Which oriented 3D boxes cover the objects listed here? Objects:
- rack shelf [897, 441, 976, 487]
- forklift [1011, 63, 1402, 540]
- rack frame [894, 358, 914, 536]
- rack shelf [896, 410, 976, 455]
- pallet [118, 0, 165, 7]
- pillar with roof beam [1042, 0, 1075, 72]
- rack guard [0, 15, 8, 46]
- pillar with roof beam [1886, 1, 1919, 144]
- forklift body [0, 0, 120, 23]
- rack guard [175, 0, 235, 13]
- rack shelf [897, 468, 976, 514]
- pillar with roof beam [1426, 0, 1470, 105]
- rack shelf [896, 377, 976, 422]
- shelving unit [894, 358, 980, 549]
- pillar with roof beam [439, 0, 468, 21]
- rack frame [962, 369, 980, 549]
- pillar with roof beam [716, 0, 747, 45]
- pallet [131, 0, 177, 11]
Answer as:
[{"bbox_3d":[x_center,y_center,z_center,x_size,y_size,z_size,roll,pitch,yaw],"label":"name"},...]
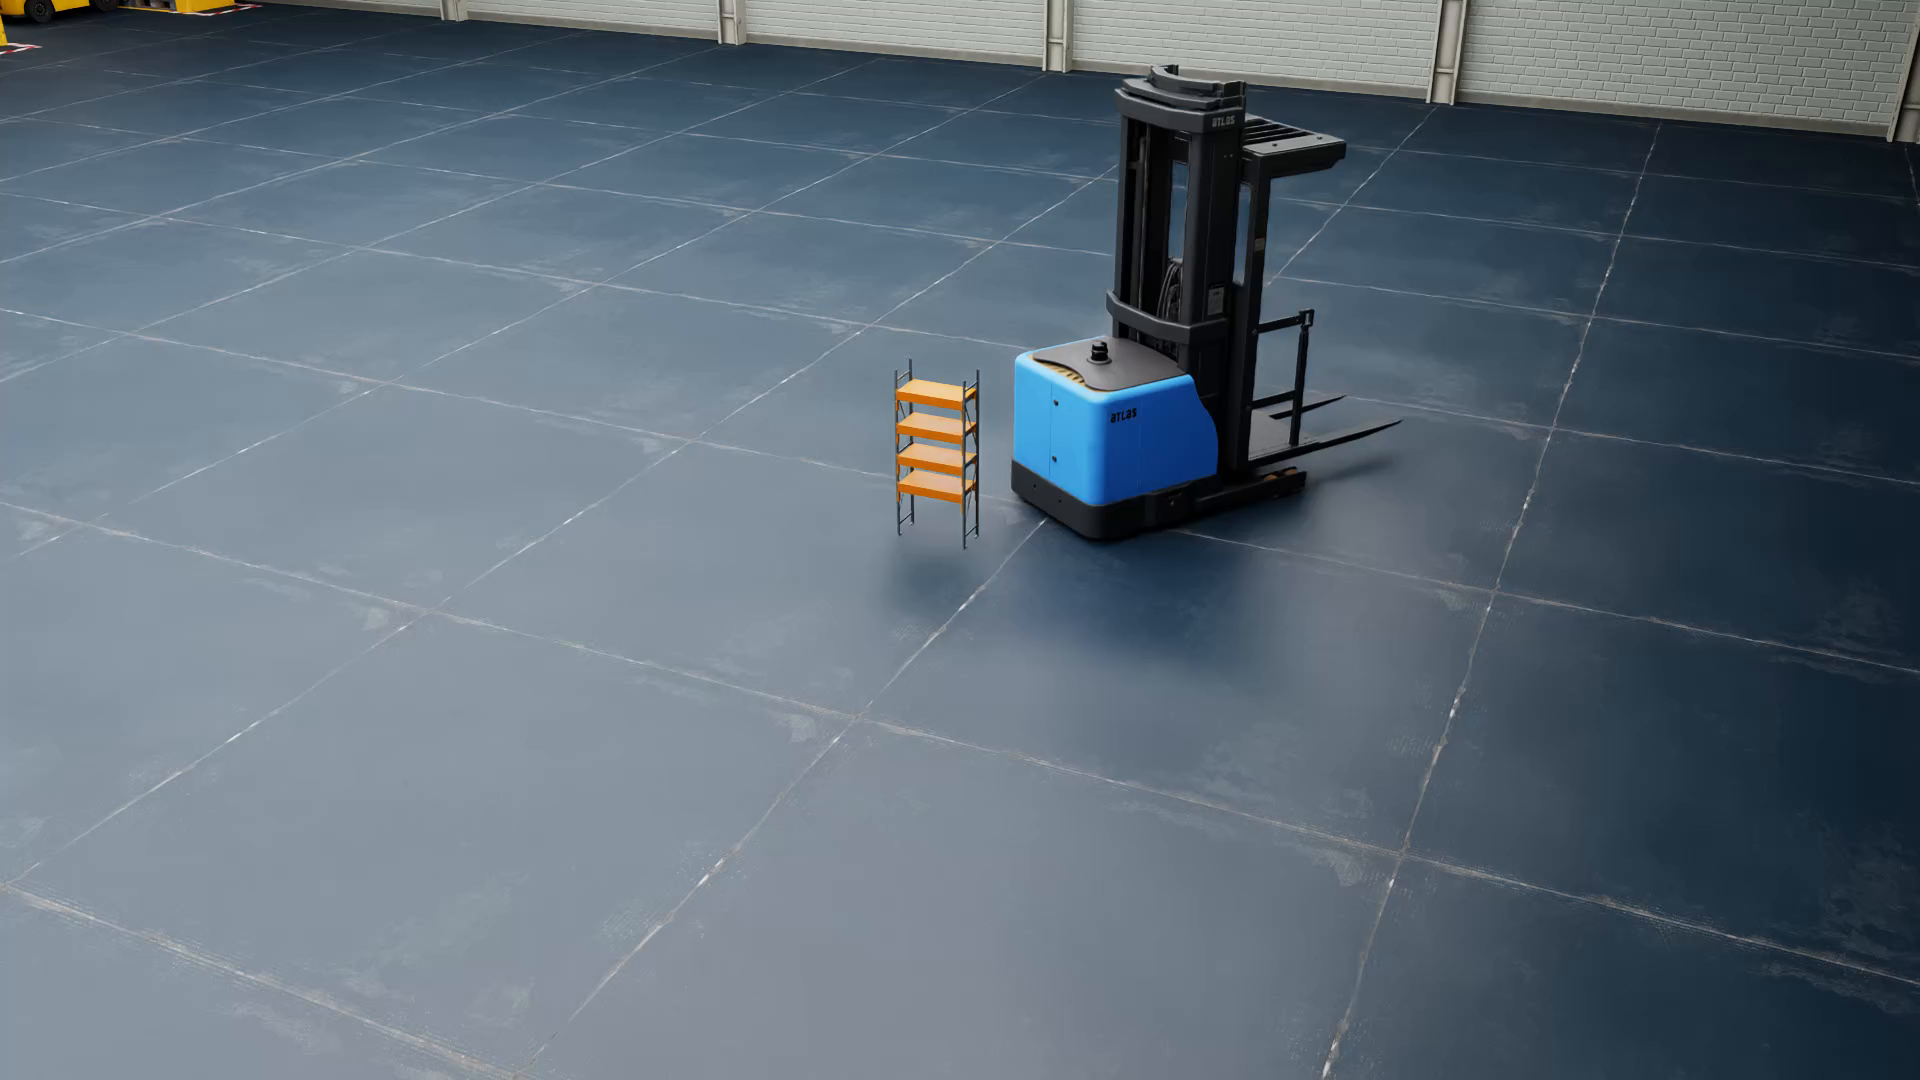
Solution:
[{"bbox_3d":[-0.151,-0.508,11.076,0.480,0.148,0.258,11,28,22],"label":"rack shelf"},{"bbox_3d":[1.885,-1.792,11.572,3.031,2.935,1.130,-15,30,-28],"label":"forklift"},{"bbox_3d":[-0.373,-0.613,11.137,0.015,1.200,0.240,11,28,22],"label":"rack frame"},{"bbox_3d":[-0.151,-0.709,10.977,0.480,0.148,0.258,11,28,22],"label":"rack shelf"},{"bbox_3d":[-16.396,-10.718,32.781,1.213,0.211,1.003,11,28,22],"label":"pallet"},{"bbox_3d":[-0.233,-9.782,20.930,0.400,9.000,9.100,11,28,22],"label":"pillar with roof beam"},{"bbox_3d":[-16.696,-8.519,27.986,0.348,0.500,1.175,11,28,22],"label":"rack guard"},{"bbox_3d":[10.691,-7.588,16.474,0.400,9.000,9.100,11,28,22],"label":"pillar with roof beam"},{"bbox_3d":[-17.057,-10.855,30.863,1.214,2.155,2.313,11,28,22],"label":"forklift body"},{"bbox_3d":[-14.554,-10.497,32.004,0.348,0.500,1.175,11,28,22],"label":"rack guard"},{"bbox_3d":[-0.151,-0.330,11.164,0.480,0.148,0.258,11,28,22],"label":"rack shelf"},{"bbox_3d":[5.229,-8.685,18.702,0.400,9.000,9.100,11,28,22],"label":"pillar with roof beam"},{"bbox_3d":[-0.151,-0.921,10.873,0.480,0.148,0.258,11,28,22],"label":"rack shelf"},{"bbox_3d":[-0.151,-0.569,11.046,0.503,1.200,0.258,11,28,22],"label":"shelving unit"},{"bbox_3d":[-11.156,-11.976,25.386,0.400,9.000,9.100,11,28,22],"label":"pillar with roof beam"},{"bbox_3d":[0.071,-0.524,10.956,0.015,1.200,0.240,11,28,22],"label":"rack frame"},{"bbox_3d":[-5.695,-10.879,23.158,0.400,9.000,9.100,11,28,22],"label":"pillar with roof beam"},{"bbox_3d":[-15.289,-10.495,32.327,1.213,0.211,1.003,11,28,22],"label":"pallet"}]
